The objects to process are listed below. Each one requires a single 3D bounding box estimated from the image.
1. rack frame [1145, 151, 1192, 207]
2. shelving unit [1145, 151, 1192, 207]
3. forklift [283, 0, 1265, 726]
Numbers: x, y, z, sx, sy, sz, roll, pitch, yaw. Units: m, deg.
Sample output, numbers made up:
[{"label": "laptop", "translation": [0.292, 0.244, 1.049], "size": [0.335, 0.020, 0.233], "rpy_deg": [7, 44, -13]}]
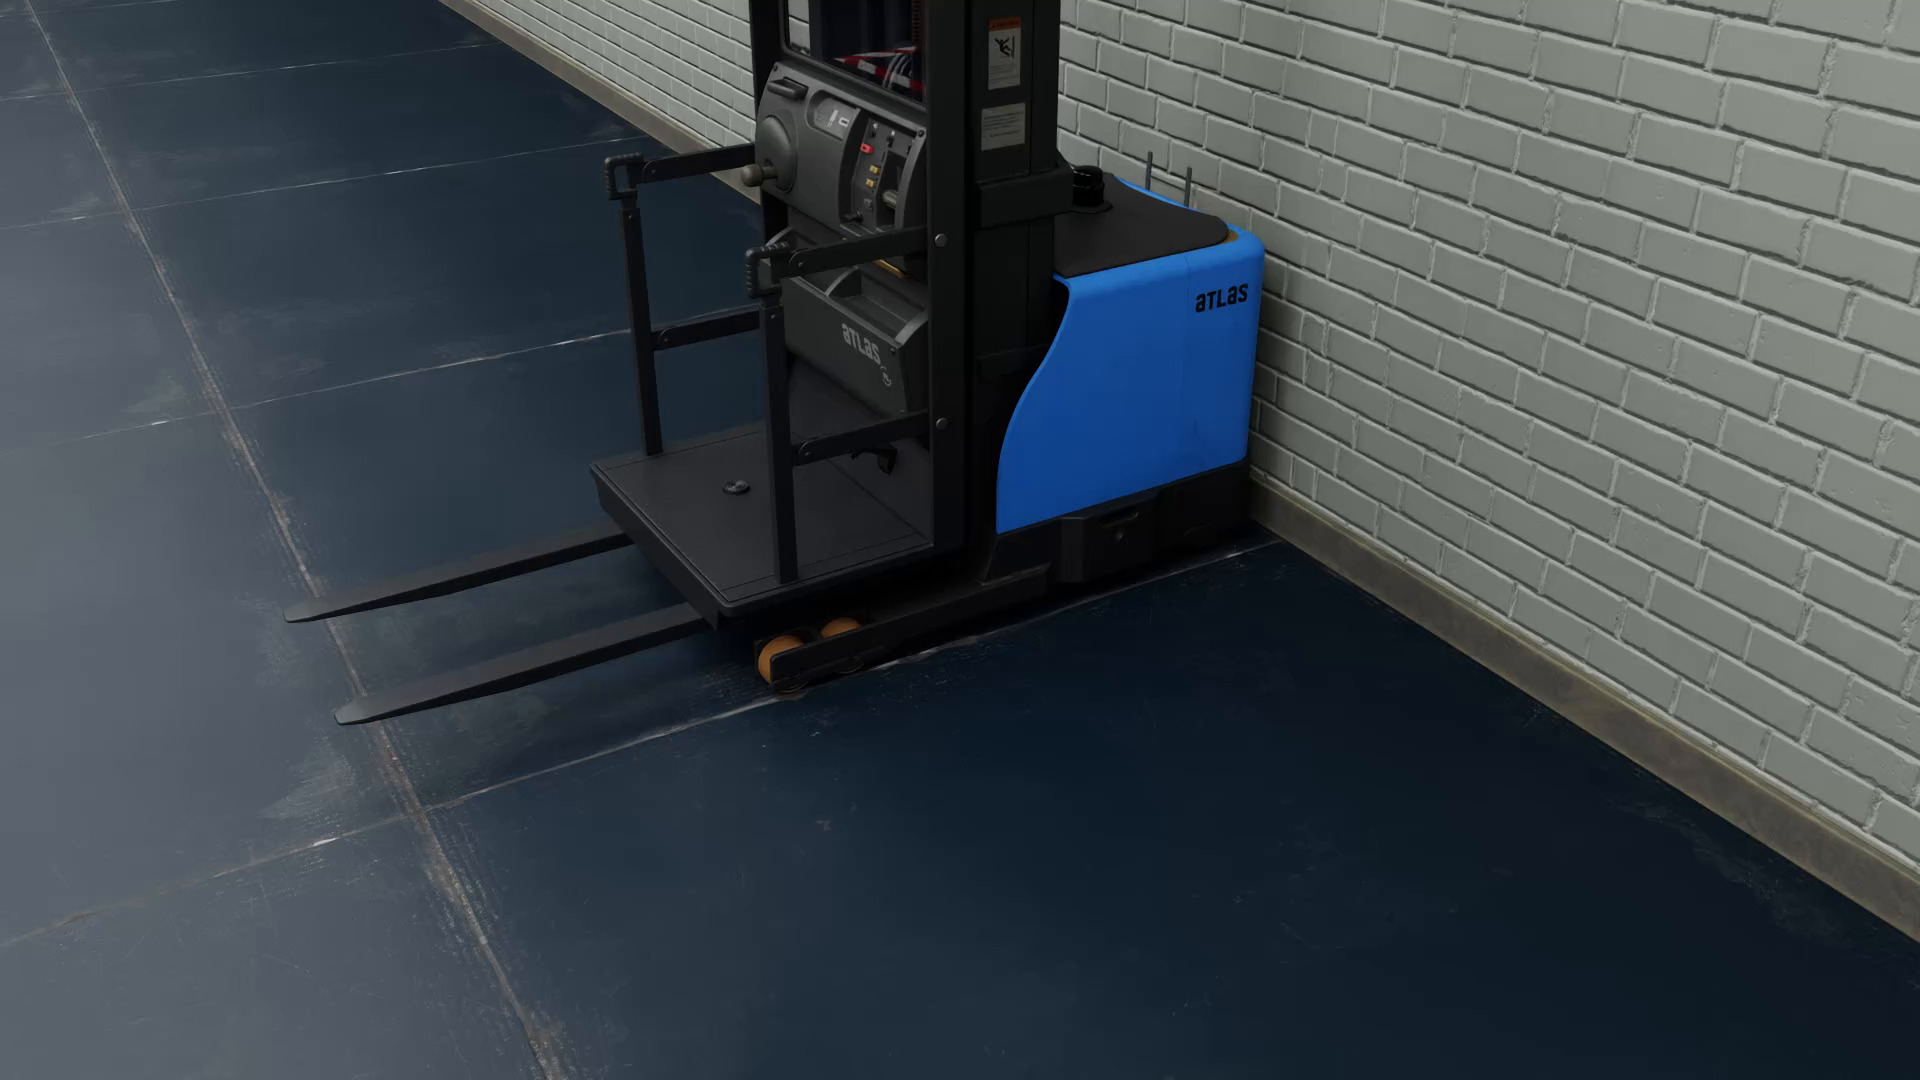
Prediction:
[{"label": "rack frame", "translation": [0.685, -0.743, 5.848], "size": [0.006, 1.200, 0.240], "rpy_deg": [-14, 32, -27]}, {"label": "shelving unit", "translation": [0.764, -0.763, 5.889], "size": [0.189, 1.200, 0.258], "rpy_deg": [-14, 32, -27]}, {"label": "forklift", "translation": [-0.536, -1.123, 4.751], "size": [3.031, 2.935, 1.130], "rpy_deg": [-17, 33, -28]}]
